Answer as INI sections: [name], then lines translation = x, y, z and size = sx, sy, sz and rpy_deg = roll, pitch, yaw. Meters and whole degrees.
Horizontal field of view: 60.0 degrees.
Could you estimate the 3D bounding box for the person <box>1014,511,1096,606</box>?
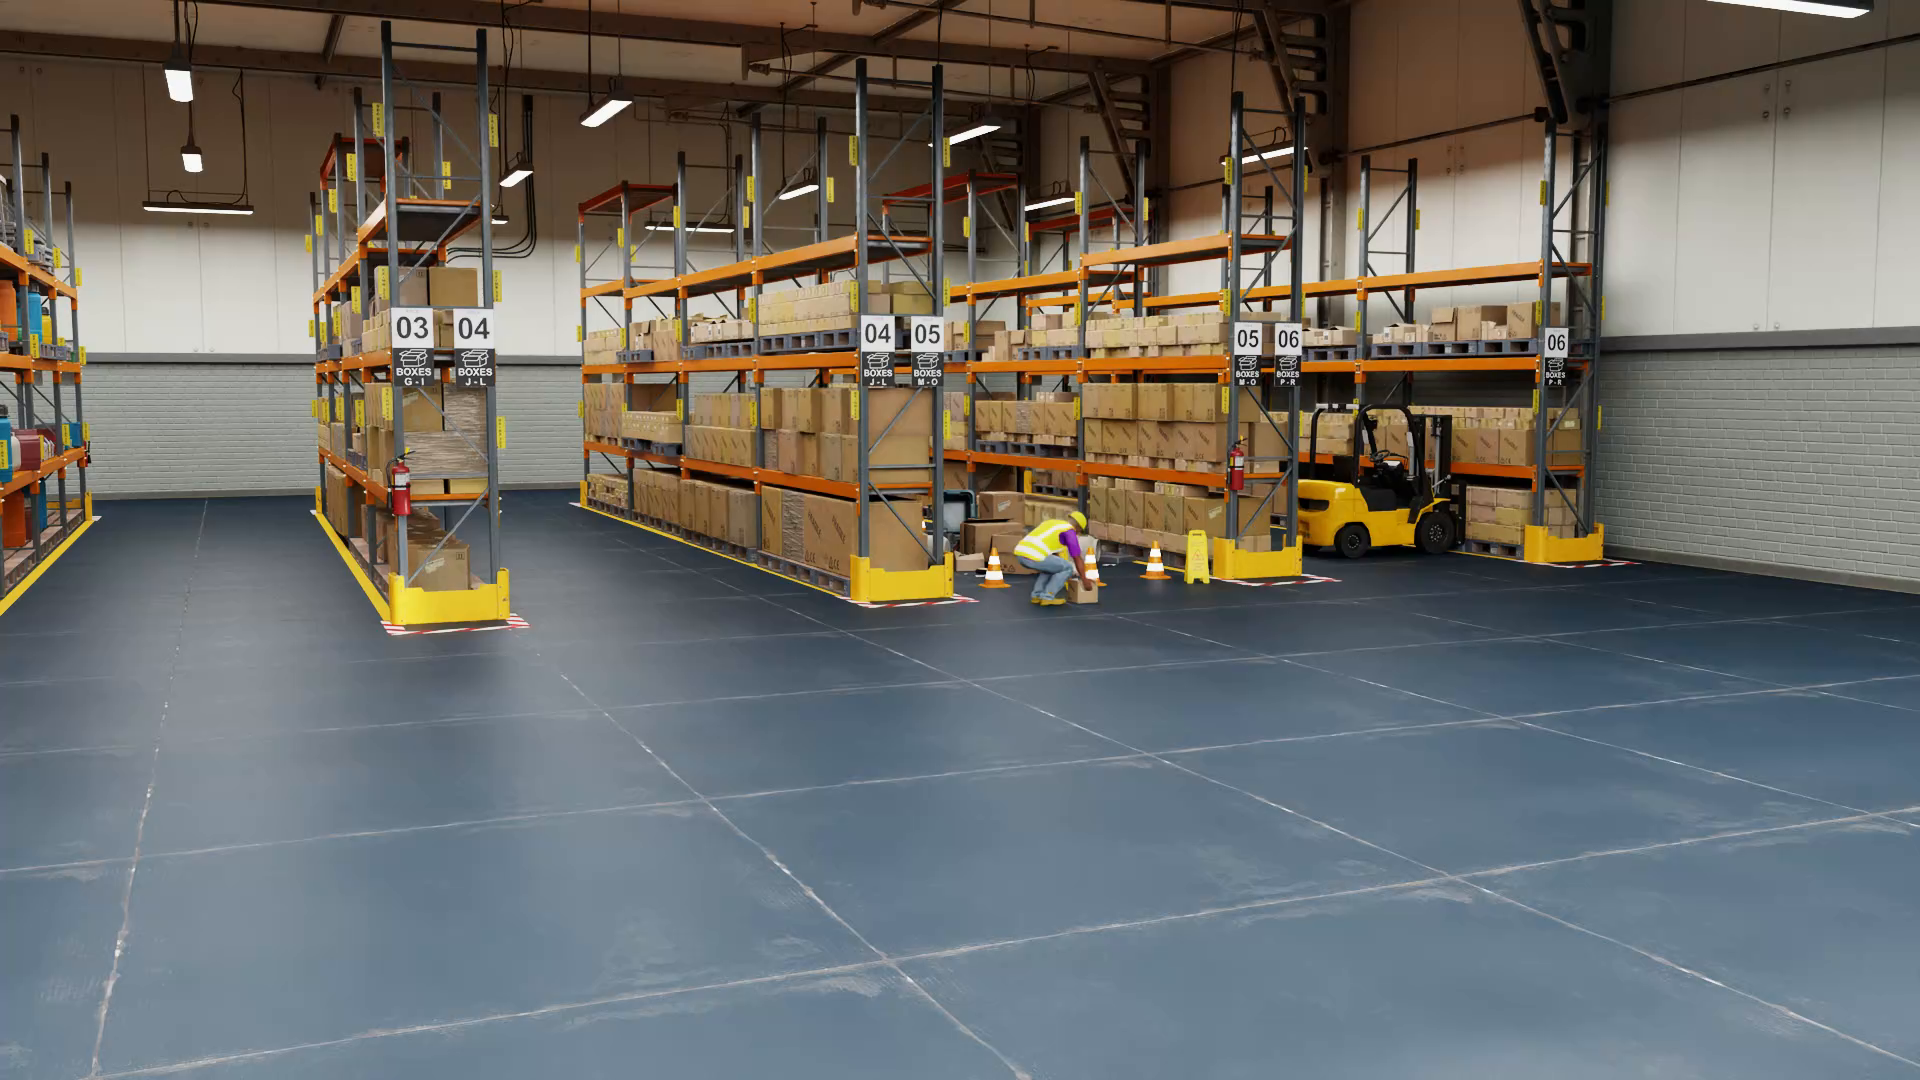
[person]
translation = 1.023, 0.201, 18.547
size = 0.887, 1.015, 0.589
rpy_deg = -2, 6, -24
